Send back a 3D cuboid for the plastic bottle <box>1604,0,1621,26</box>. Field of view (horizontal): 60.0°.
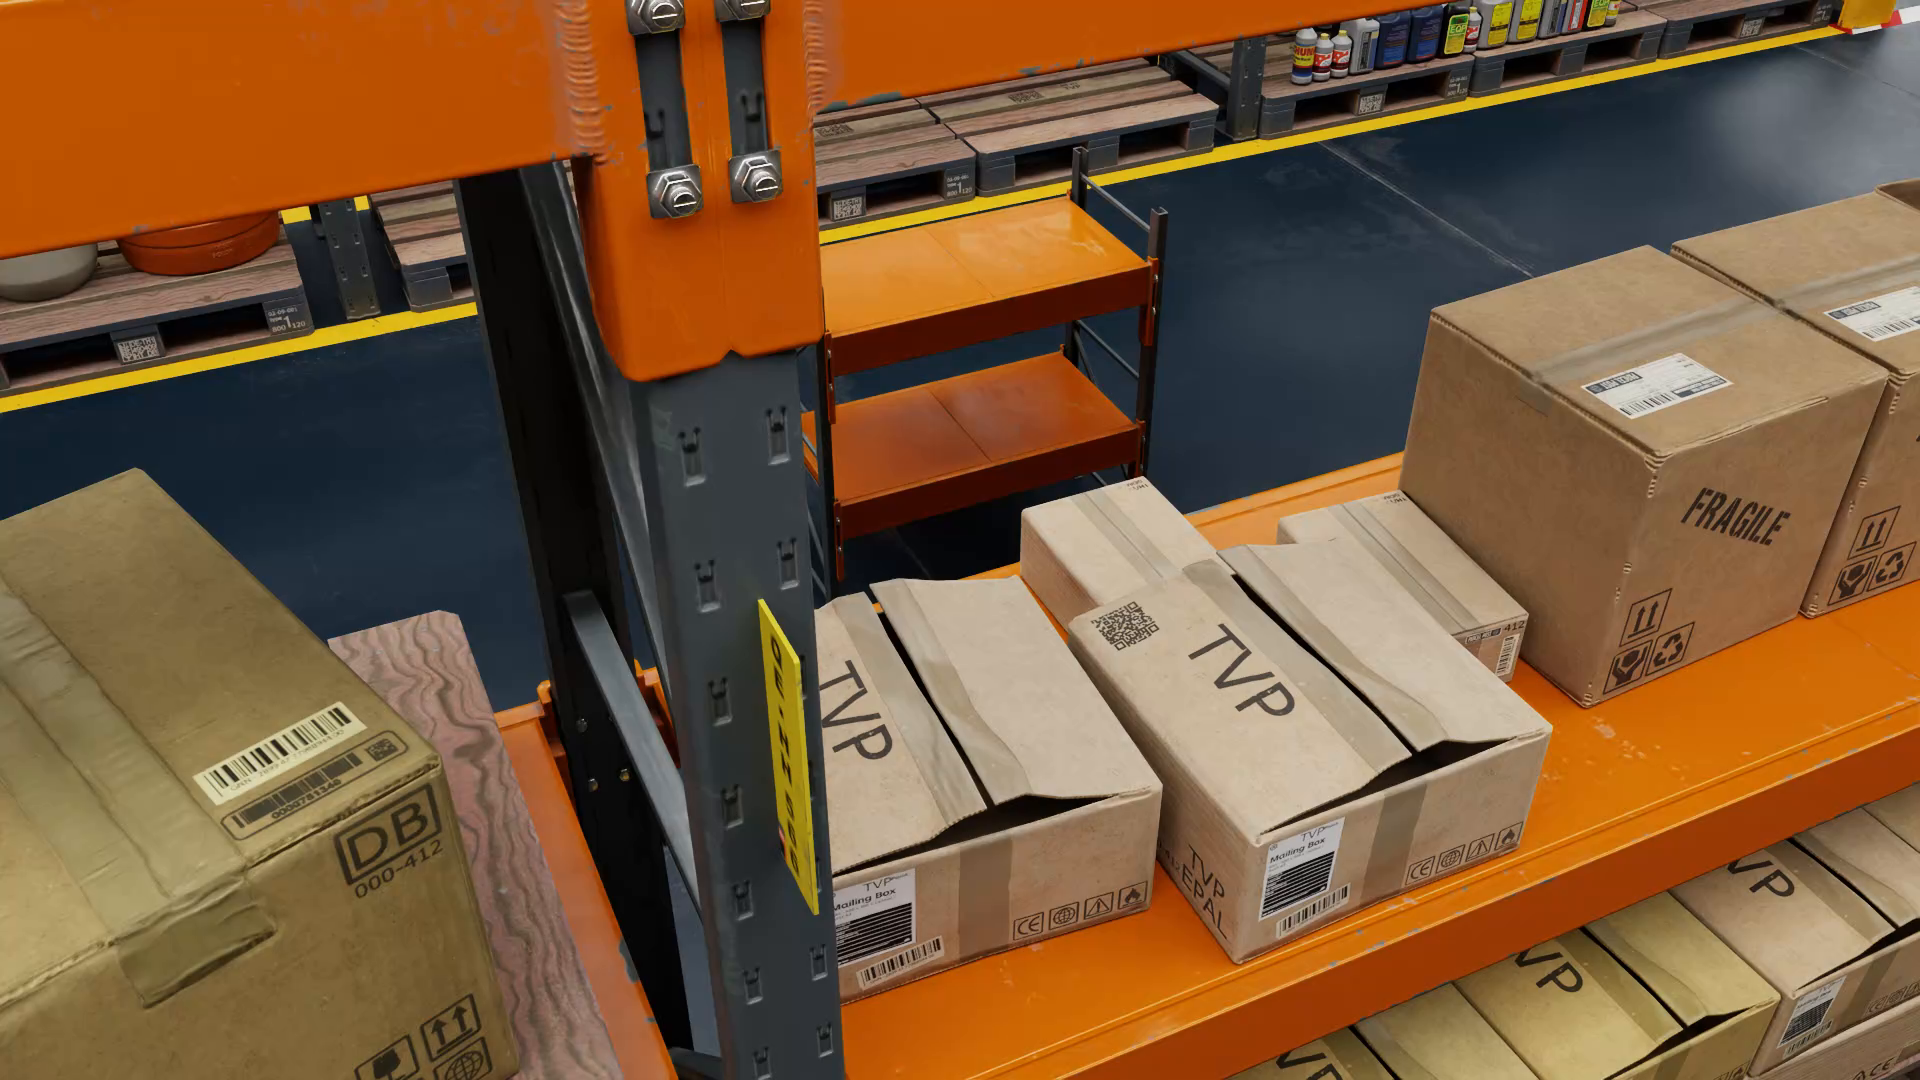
[{"bbox_3d":[3.266,-2.699,8.350,0.097,0.201,0.097,0,37,0],"label":"plastic bottle"}]

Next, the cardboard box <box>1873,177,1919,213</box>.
[{"bbox_3d":[2.043,-0.384,3.166,0.500,0.500,0.500,-13,38,-17],"label":"cardboard box"}]

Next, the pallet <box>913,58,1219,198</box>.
[{"bbox_3d":[0.426,-1.995,7.763,1.213,0.211,1.003,-16,39,-20],"label":"pallet"}]

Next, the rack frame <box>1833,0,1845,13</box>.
[{"bbox_3d":[4.742,-4.347,8.593,0.127,3.000,1.000,-16,39,-20],"label":"rack frame"}]

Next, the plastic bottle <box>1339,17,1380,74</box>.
[{"bbox_3d":[1.877,-2.358,7.829,0.135,0.276,0.152,-14,39,-18],"label":"plastic bottle"}]

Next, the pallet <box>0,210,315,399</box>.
[{"bbox_3d":[-3.196,-0.980,6.395,1.213,0.211,1.003,-16,39,-20],"label":"pallet"}]

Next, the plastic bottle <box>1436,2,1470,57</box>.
[{"bbox_3d":[2.366,-2.468,7.971,0.133,0.283,0.061,-14,39,-18],"label":"plastic bottle"}]

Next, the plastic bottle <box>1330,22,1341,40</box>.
[{"bbox_3d":[1.831,-2.419,7.904,0.133,0.283,0.061,-16,39,-20],"label":"plastic bottle"}]

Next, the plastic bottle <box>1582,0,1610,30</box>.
[{"bbox_3d":[3.168,-2.692,8.273,0.133,0.283,0.061,-15,39,-19],"label":"plastic bottle"}]

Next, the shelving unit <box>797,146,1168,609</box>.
[{"bbox_3d":[-0.006,-0.450,4.913,1.048,1.125,0.538,-16,39,-20],"label":"shelving unit"}]

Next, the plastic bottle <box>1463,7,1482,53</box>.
[{"bbox_3d":[2.465,-2.475,8.049,0.097,0.201,0.097,0,37,0],"label":"plastic bottle"}]

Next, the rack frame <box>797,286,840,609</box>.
[{"bbox_3d":[-0.466,-0.321,4.739,0.032,1.125,0.500,-16,39,-20],"label":"rack frame"}]

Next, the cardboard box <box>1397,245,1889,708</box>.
[{"bbox_3d":[1.113,-0.124,2.815,0.500,0.500,0.500,-18,40,-22],"label":"cardboard box"}]

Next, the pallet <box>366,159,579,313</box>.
[{"bbox_3d":[-1.782,-1.378,6.930,1.213,0.211,1.003,-16,39,-20],"label":"pallet"}]

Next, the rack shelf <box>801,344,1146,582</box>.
[{"bbox_3d":[-0.006,-0.254,5.058,1.000,0.278,0.538,-16,39,-20],"label":"rack shelf"}]

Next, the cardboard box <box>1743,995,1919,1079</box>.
[{"bbox_3d":[1.587,0.919,3.448,0.500,0.250,0.500,-15,39,-19],"label":"cardboard box"}]

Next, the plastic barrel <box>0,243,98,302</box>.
[{"bbox_3d":[-3.409,-1.168,6.042,0.421,0.512,0.421,0,37,0],"label":"plastic barrel"}]

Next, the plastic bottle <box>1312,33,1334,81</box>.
[{"bbox_3d":[1.688,-2.258,7.756,0.097,0.201,0.097,0,37,0],"label":"plastic bottle"}]

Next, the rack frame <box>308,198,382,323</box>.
[{"bbox_3d":[-2.500,-2.322,5.863,0.127,3.000,1.000,-16,39,-20],"label":"rack frame"}]

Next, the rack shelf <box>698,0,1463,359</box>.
[{"bbox_3d":[1.412,-1.072,2.264,4.000,0.370,1.077,-16,39,-20],"label":"rack shelf"}]

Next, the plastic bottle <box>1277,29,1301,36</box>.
[{"bbox_3d":[1.643,-2.688,8.211,0.185,0.351,0.144,-16,39,-20],"label":"plastic bottle"}]

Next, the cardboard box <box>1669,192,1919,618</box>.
[{"bbox_3d":[1.590,-0.257,2.995,0.500,0.500,0.500,-16,39,-20],"label":"cardboard box"}]

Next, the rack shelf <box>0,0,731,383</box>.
[{"bbox_3d":[-2.209,-0.060,0.899,4.000,0.370,1.077,-16,39,-20],"label":"rack shelf"}]

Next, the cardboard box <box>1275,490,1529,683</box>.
[{"bbox_3d":[0.732,0.098,2.811,0.250,0.149,0.380,-13,38,-17],"label":"cardboard box"}]

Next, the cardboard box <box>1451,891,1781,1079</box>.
[{"bbox_3d":[1.135,0.821,3.110,0.500,0.311,0.500,-17,40,-21],"label":"cardboard box"}]

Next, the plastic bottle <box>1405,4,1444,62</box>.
[{"bbox_3d":[2.199,-2.476,7.925,0.185,0.351,0.144,-17,40,-22],"label":"plastic bottle"}]

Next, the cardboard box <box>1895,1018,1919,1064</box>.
[{"bbox_3d":[2.048,0.791,3.621,0.500,0.250,0.500,-15,39,-19],"label":"cardboard box"}]

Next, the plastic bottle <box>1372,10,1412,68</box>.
[{"bbox_3d":[2.028,-2.428,7.860,0.185,0.351,0.144,-15,39,-19],"label":"plastic bottle"}]

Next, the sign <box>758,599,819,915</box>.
[{"bbox_3d":[-0.160,0.207,1.548,0.005,0.325,0.100,-16,39,-20],"label":"sign"}]

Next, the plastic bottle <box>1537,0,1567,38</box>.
[{"bbox_3d":[2.900,-2.645,8.215,0.135,0.276,0.152,-17,40,-21],"label":"plastic bottle"}]

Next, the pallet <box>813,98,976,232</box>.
[{"bbox_3d":[-0.679,-1.684,7.343,1.213,0.211,1.003,-16,39,-20],"label":"pallet"}]

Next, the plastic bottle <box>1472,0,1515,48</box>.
[{"bbox_3d":[2.584,-2.584,8.070,0.185,0.351,0.144,-16,39,-20],"label":"plastic bottle"}]

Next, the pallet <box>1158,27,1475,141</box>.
[{"bbox_3d":[1.747,-2.362,8.258,1.213,0.211,1.003,-16,39,-20],"label":"pallet"}]

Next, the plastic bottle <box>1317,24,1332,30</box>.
[{"bbox_3d":[1.841,-2.711,8.304,0.135,0.276,0.152,-16,39,-20],"label":"plastic bottle"}]

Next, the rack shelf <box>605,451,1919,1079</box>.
[{"bbox_3d":[1.412,0.133,3.157,4.000,0.370,1.077,-16,39,-20],"label":"rack shelf"}]

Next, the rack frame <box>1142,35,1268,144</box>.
[{"bbox_3d":[1.121,-3.335,7.228,0.127,3.000,1.000,-16,39,-20],"label":"rack frame"}]

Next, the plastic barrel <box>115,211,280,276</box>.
[{"bbox_3d":[-2.936,-1.486,6.205,0.708,0.830,0.600,-16,39,-20],"label":"plastic barrel"}]

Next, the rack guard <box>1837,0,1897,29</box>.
[{"bbox_3d":[4.693,-3.299,9.278,0.348,0.500,1.175,-16,39,-20],"label":"rack guard"}]

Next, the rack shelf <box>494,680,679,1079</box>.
[{"bbox_3d":[-2.209,1.145,1.792,4.000,0.370,1.077,-16,39,-20],"label":"rack shelf"}]

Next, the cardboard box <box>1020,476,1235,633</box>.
[{"bbox_3d":[0.298,0.074,2.843,0.250,0.149,0.380,-16,39,-20],"label":"cardboard box"}]

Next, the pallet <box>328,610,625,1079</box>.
[{"bbox_3d":[-0.983,0.636,2.035,1.003,0.211,1.213,-16,39,-20],"label":"pallet"}]

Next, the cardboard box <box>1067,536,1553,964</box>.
[{"bbox_3d":[0.493,0.264,2.451,0.500,0.311,0.500,-16,39,-20],"label":"cardboard box"}]

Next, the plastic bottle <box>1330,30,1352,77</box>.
[{"bbox_3d":[1.780,-2.283,7.790,0.097,0.201,0.097,0,37,0],"label":"plastic bottle"}]

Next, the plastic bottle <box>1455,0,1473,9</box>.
[{"bbox_3d":[2.498,-2.627,8.191,0.135,0.276,0.152,-16,39,-20],"label":"plastic bottle"}]

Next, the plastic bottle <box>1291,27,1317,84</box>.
[{"bbox_3d":[1.596,-2.260,7.700,0.097,0.271,0.097,0,37,0],"label":"plastic bottle"}]

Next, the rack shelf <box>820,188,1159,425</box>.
[{"bbox_3d":[-0.006,-0.685,4.738,1.000,0.278,0.538,-16,39,-20],"label":"rack shelf"}]

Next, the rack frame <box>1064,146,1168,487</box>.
[{"bbox_3d":[0.454,-0.579,5.086,0.032,1.125,0.500,-16,39,-20],"label":"rack frame"}]

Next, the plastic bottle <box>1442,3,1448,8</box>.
[{"bbox_3d":[2.316,-2.501,8.026,0.097,0.271,0.097,0,37,0],"label":"plastic bottle"}]

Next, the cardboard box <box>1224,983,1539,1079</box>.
[{"bbox_3d":[0.672,0.949,2.938,0.500,0.311,0.500,-17,40,-21],"label":"cardboard box"}]

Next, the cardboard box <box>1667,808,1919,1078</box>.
[{"bbox_3d":[1.600,0.690,3.286,0.500,0.311,0.500,-16,39,-21],"label":"cardboard box"}]

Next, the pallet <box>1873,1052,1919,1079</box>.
[{"bbox_3d":[1.466,0.976,3.757,1.213,0.211,1.003,-16,39,-20],"label":"pallet"}]

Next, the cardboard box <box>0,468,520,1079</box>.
[{"bbox_3d":[-0.921,0.361,1.809,0.500,0.500,0.700,-30,46,-34],"label":"cardboard box"}]

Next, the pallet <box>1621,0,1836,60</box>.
[{"bbox_3d":[3.955,-2.980,9.091,1.213,0.211,1.003,-16,39,-20],"label":"pallet"}]

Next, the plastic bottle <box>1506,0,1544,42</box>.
[{"bbox_3d":[2.752,-2.631,8.133,0.185,0.351,0.144,-14,39,-18],"label":"plastic bottle"}]

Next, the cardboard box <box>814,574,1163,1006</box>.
[{"bbox_3d":[-0.051,0.317,2.379,0.500,0.311,0.500,-13,39,-17],"label":"cardboard box"}]

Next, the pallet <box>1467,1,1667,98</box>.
[{"bbox_3d":[2.853,-2.674,8.677,1.213,0.211,1.003,-16,39,-20],"label":"pallet"}]

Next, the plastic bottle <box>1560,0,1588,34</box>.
[{"bbox_3d":[3.026,-2.680,8.262,0.135,0.276,0.152,-15,39,-20],"label":"plastic bottle"}]

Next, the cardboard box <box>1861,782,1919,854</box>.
[{"bbox_3d":[2.056,0.565,3.455,0.500,0.311,0.500,-16,39,-20],"label":"cardboard box"}]
